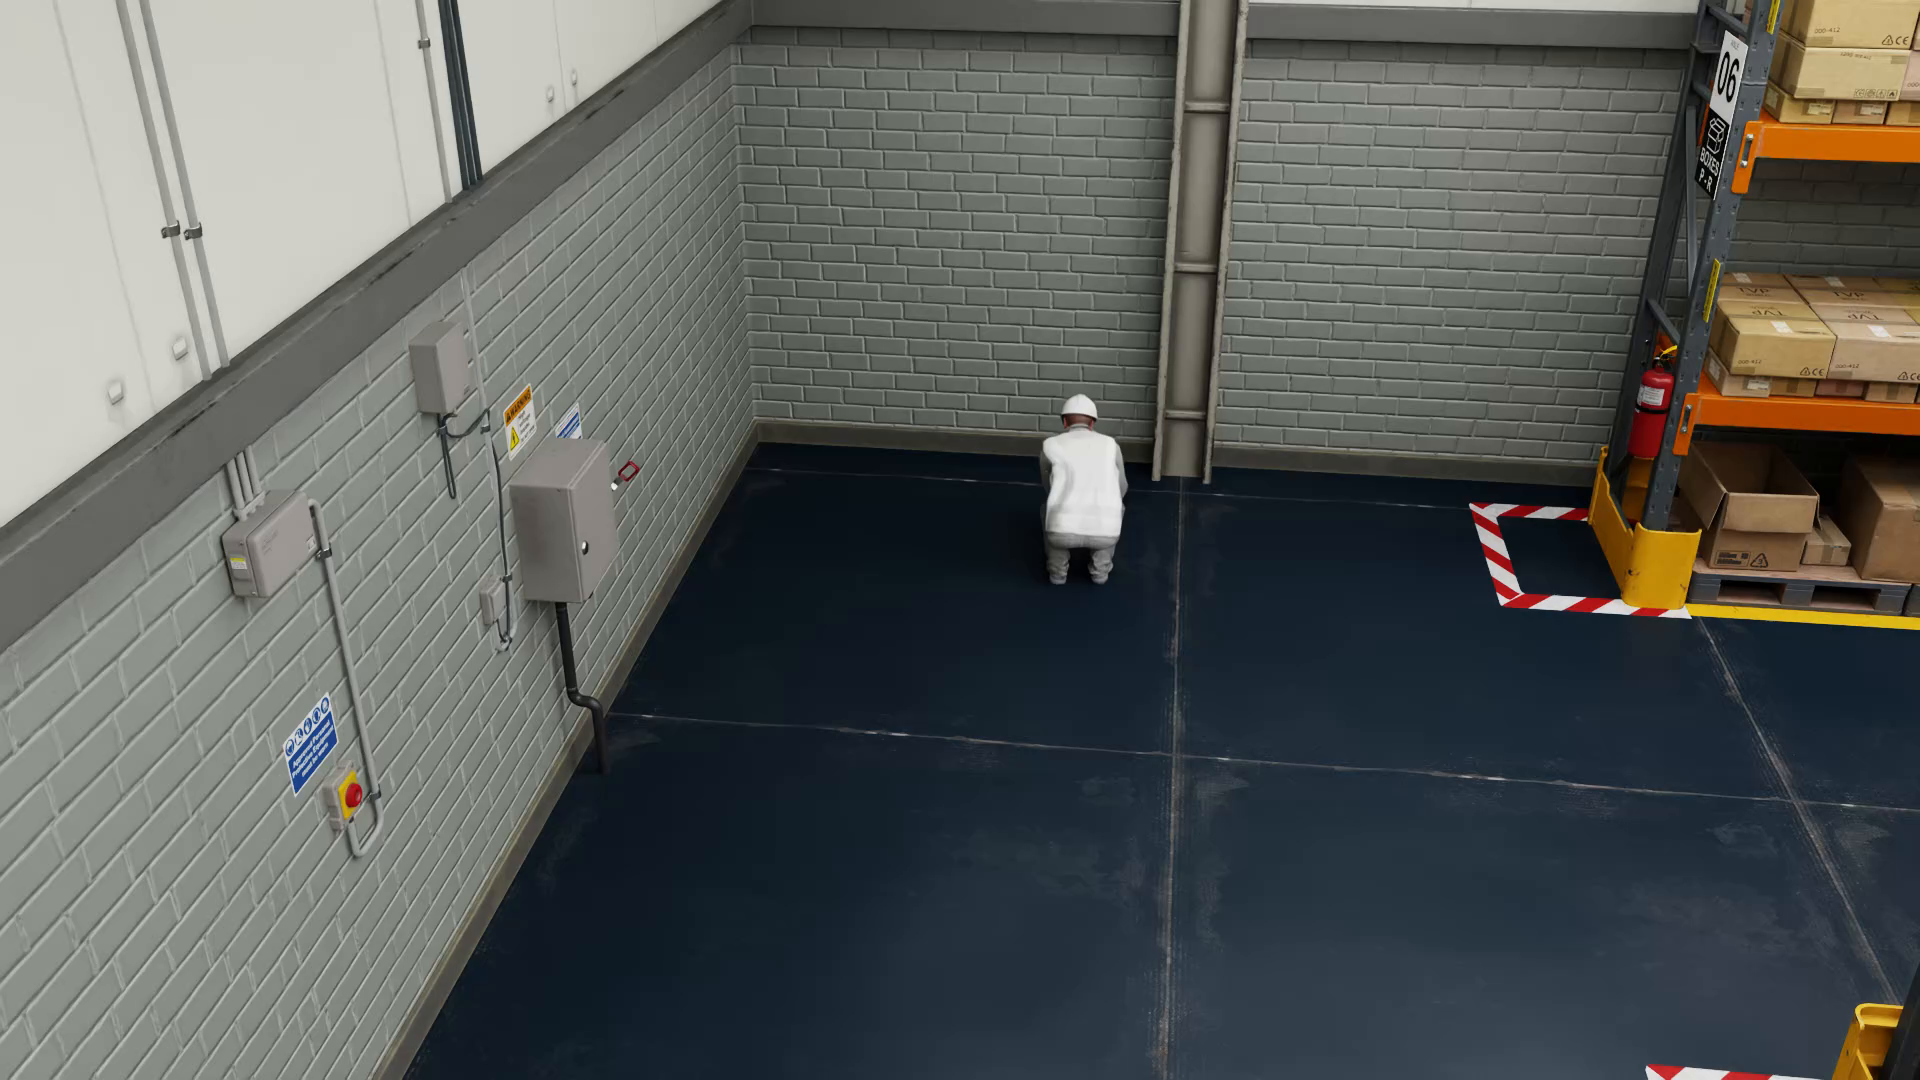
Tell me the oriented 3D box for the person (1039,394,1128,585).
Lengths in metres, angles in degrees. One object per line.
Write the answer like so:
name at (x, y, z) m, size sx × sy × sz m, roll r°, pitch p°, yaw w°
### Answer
person at (0.732, -0.282, 9.940) m, size 0.537 × 1.011 × 0.848 m, roll 3°, pitch 28°, yaw 6°
